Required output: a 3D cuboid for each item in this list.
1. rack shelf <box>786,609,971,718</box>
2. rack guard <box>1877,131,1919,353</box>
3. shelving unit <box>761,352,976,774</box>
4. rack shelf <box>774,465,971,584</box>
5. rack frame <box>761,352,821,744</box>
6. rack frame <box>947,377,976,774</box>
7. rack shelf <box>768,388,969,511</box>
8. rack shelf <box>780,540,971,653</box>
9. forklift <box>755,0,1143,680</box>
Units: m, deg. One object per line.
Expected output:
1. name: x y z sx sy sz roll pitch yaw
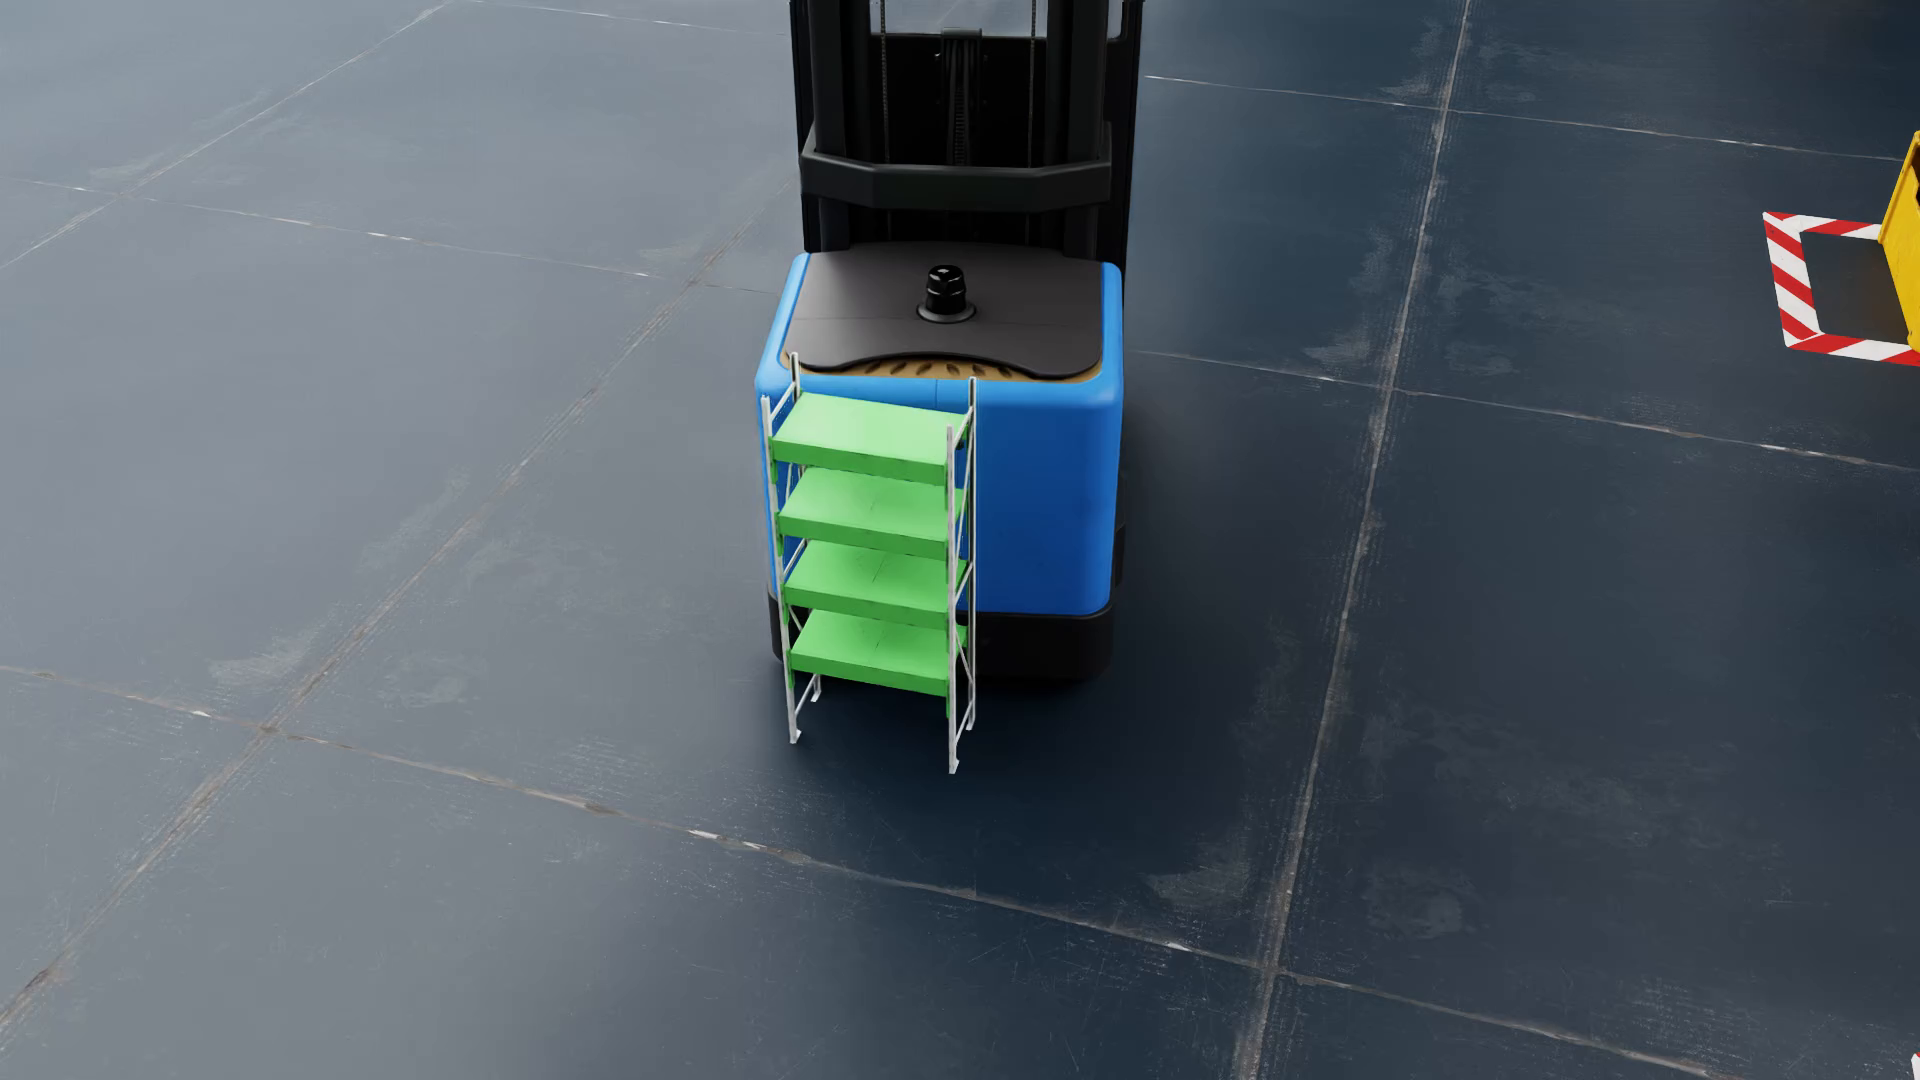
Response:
1. rack shelf: -0.229 0.335 4.793 0.480 0.148 0.258 9 38 12
2. rack guard: 4.222 -1.263 7.045 0.348 0.500 1.175 10 38 14
3. shelving unit: -0.230 0.092 4.611 0.503 1.200 0.258 9 38 12
4. rack shelf: -0.230 -0.049 4.506 0.480 0.148 0.258 9 38 12
5. rack frame: -0.466 0.055 4.662 0.015 1.200 0.240 9 38 12
6. rack frame: 0.006 0.129 4.560 0.015 1.200 0.240 9 38 12
7. rack shelf: -0.231 -0.241 4.362 0.480 0.148 0.258 9 38 12
8. rack shelf: -0.230 0.143 4.649 0.480 0.148 0.258 9 38 12
9. forklift: 0.035 -1.610 5.465 1.130 2.935 3.031 2 36 3
